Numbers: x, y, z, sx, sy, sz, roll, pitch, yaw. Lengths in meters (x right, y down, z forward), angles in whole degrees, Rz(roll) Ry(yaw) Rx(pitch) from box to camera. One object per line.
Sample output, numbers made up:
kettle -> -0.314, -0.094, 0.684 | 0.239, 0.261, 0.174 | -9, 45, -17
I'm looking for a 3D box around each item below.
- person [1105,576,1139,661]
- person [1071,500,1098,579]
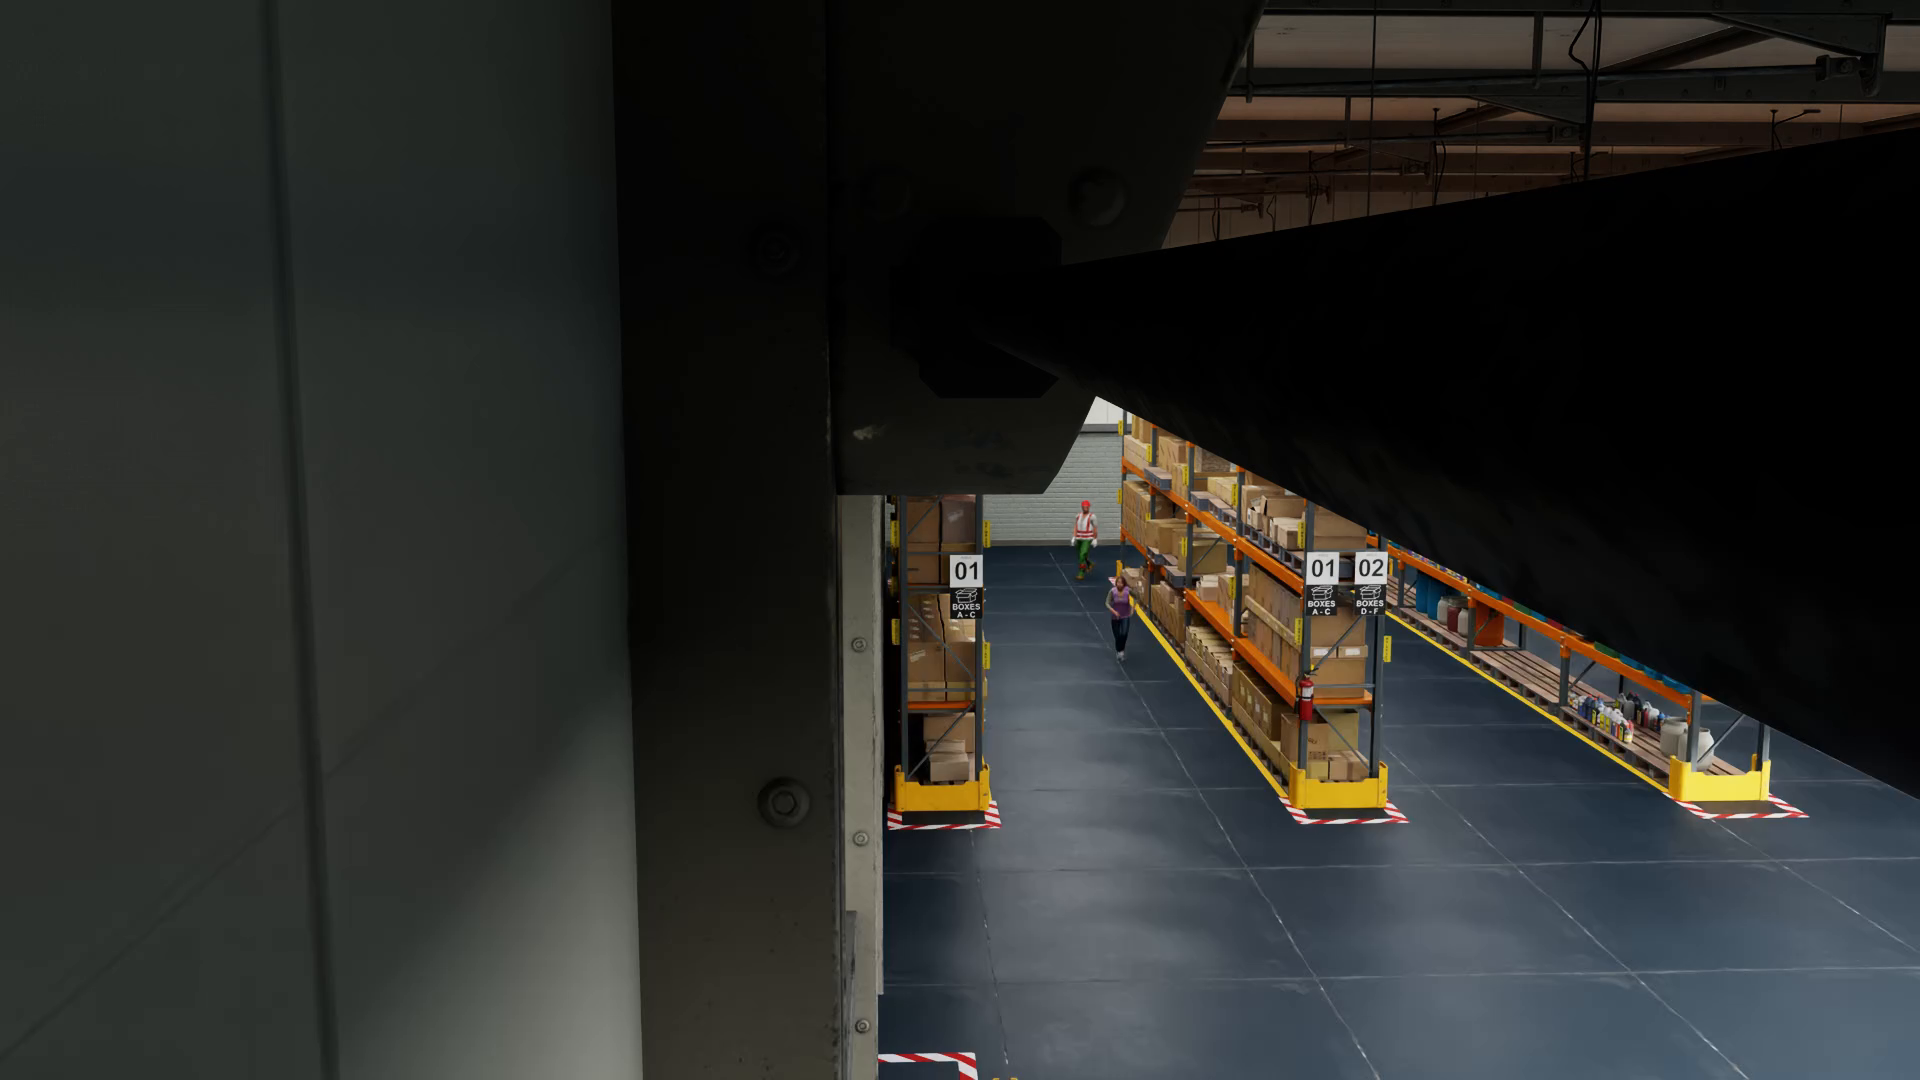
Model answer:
person -> 2.796, 1.336, 28.748 | 0.567, 1.516, 0.795 | 1, 8, 7
person -> 2.801, -0.017, 37.109 | 0.532, 1.759, 0.903 | 7, 11, 39
